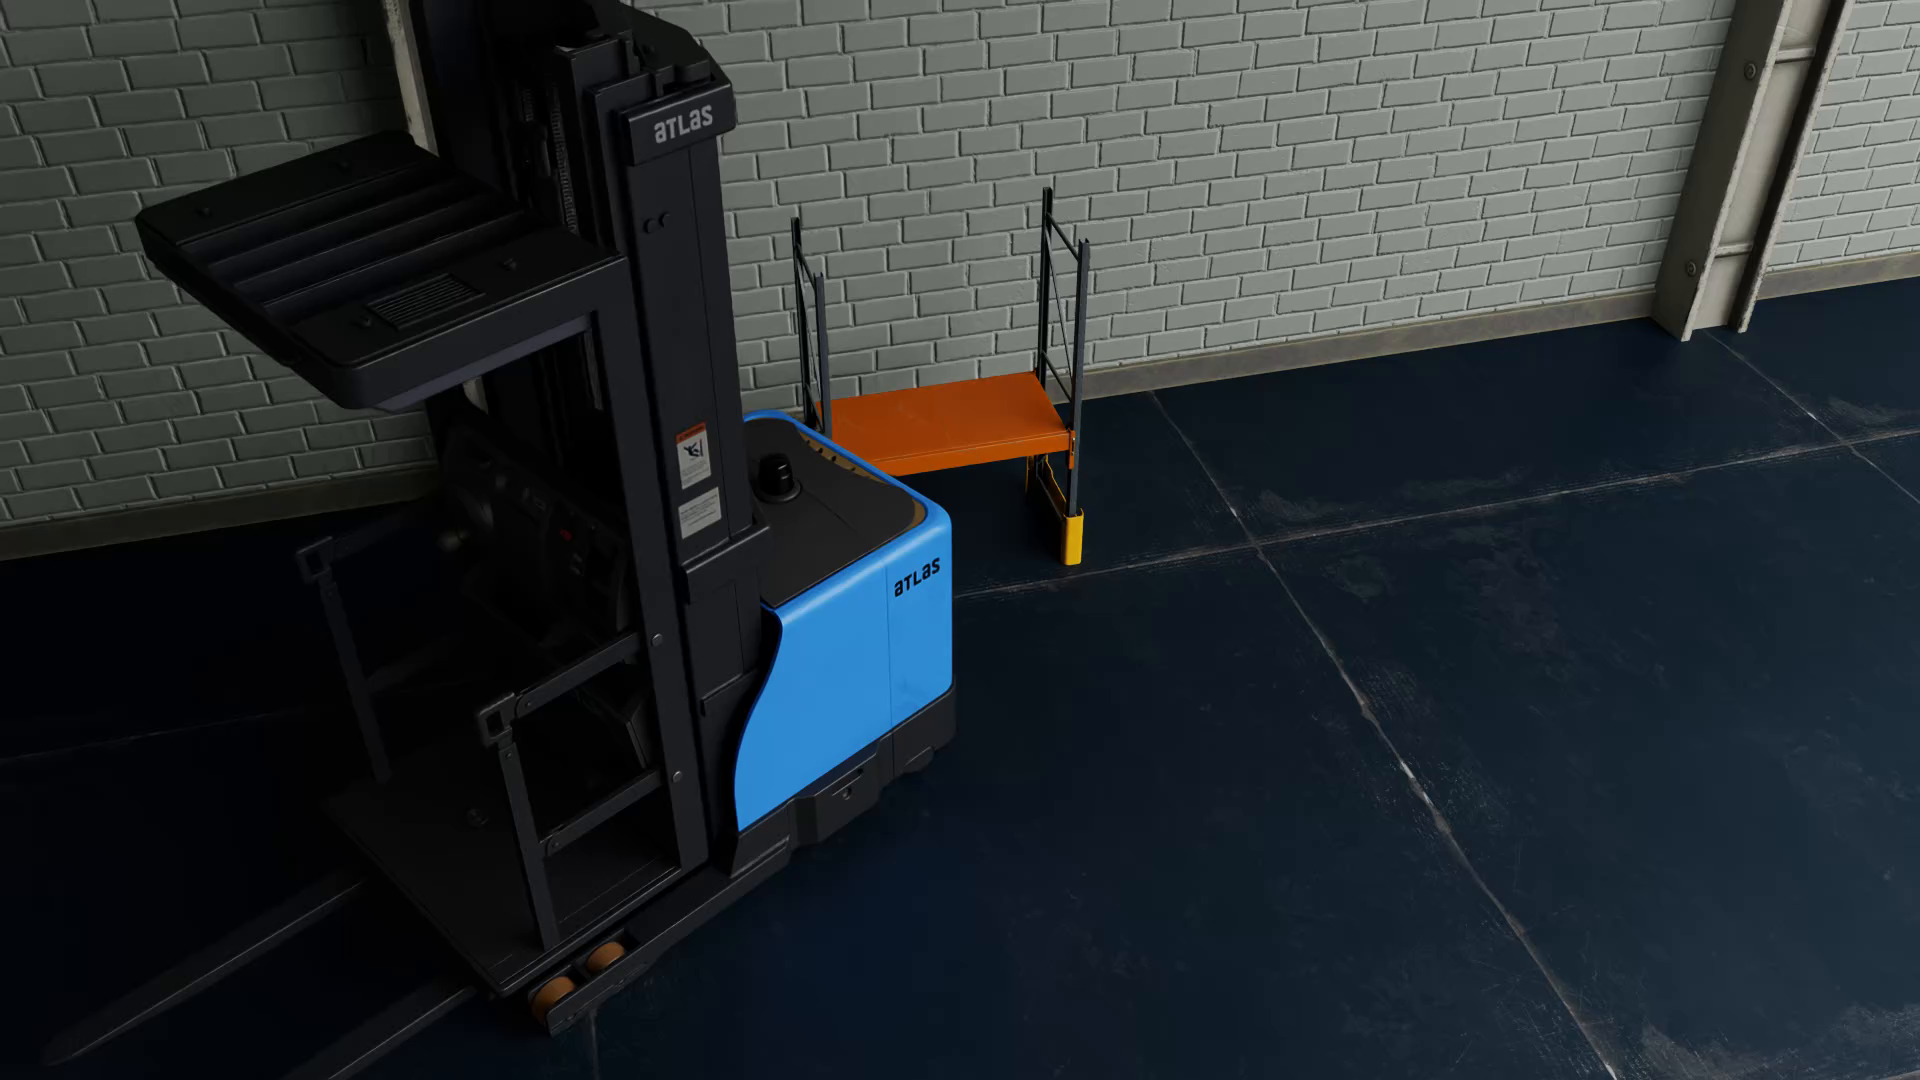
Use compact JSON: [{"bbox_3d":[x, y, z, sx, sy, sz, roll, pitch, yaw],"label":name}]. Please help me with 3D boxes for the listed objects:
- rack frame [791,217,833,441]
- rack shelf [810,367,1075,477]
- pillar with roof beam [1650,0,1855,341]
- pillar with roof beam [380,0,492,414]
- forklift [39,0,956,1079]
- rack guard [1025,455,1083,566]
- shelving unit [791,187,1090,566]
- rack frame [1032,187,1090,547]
[{"bbox_3d":[-0.573,-0.502,6.671,0.032,1.500,0.500,-9,38,-12],"label":"rack frame"},{"bbox_3d":[-0.082,-0.439,6.886,1.000,0.185,0.538,-9,38,-12],"label":"rack shelf"},{"bbox_3d":[4.997,-2.197,2.715,0.400,9.000,9.100,-9,38,-12],"label":"pillar with roof beam"},{"bbox_3d":[-0.796,-1.246,1.473,0.400,9.000,9.100,-9,38,-12],"label":"pillar with roof beam"},{"bbox_3d":[-1.411,0.022,4.809,1.130,2.935,3.031,31,47,34],"label":"forklift"},{"bbox_3d":[0.407,-0.166,7.261,0.087,0.250,0.587,-9,38,-12],"label":"rack guard"},{"bbox_3d":[-0.074,-0.584,6.779,1.083,1.500,0.587,-9,38,-12],"label":"shelving unit"},{"bbox_3d":[0.408,-0.663,6.882,0.032,1.500,0.500,-9,38,-12],"label":"rack frame"}]
